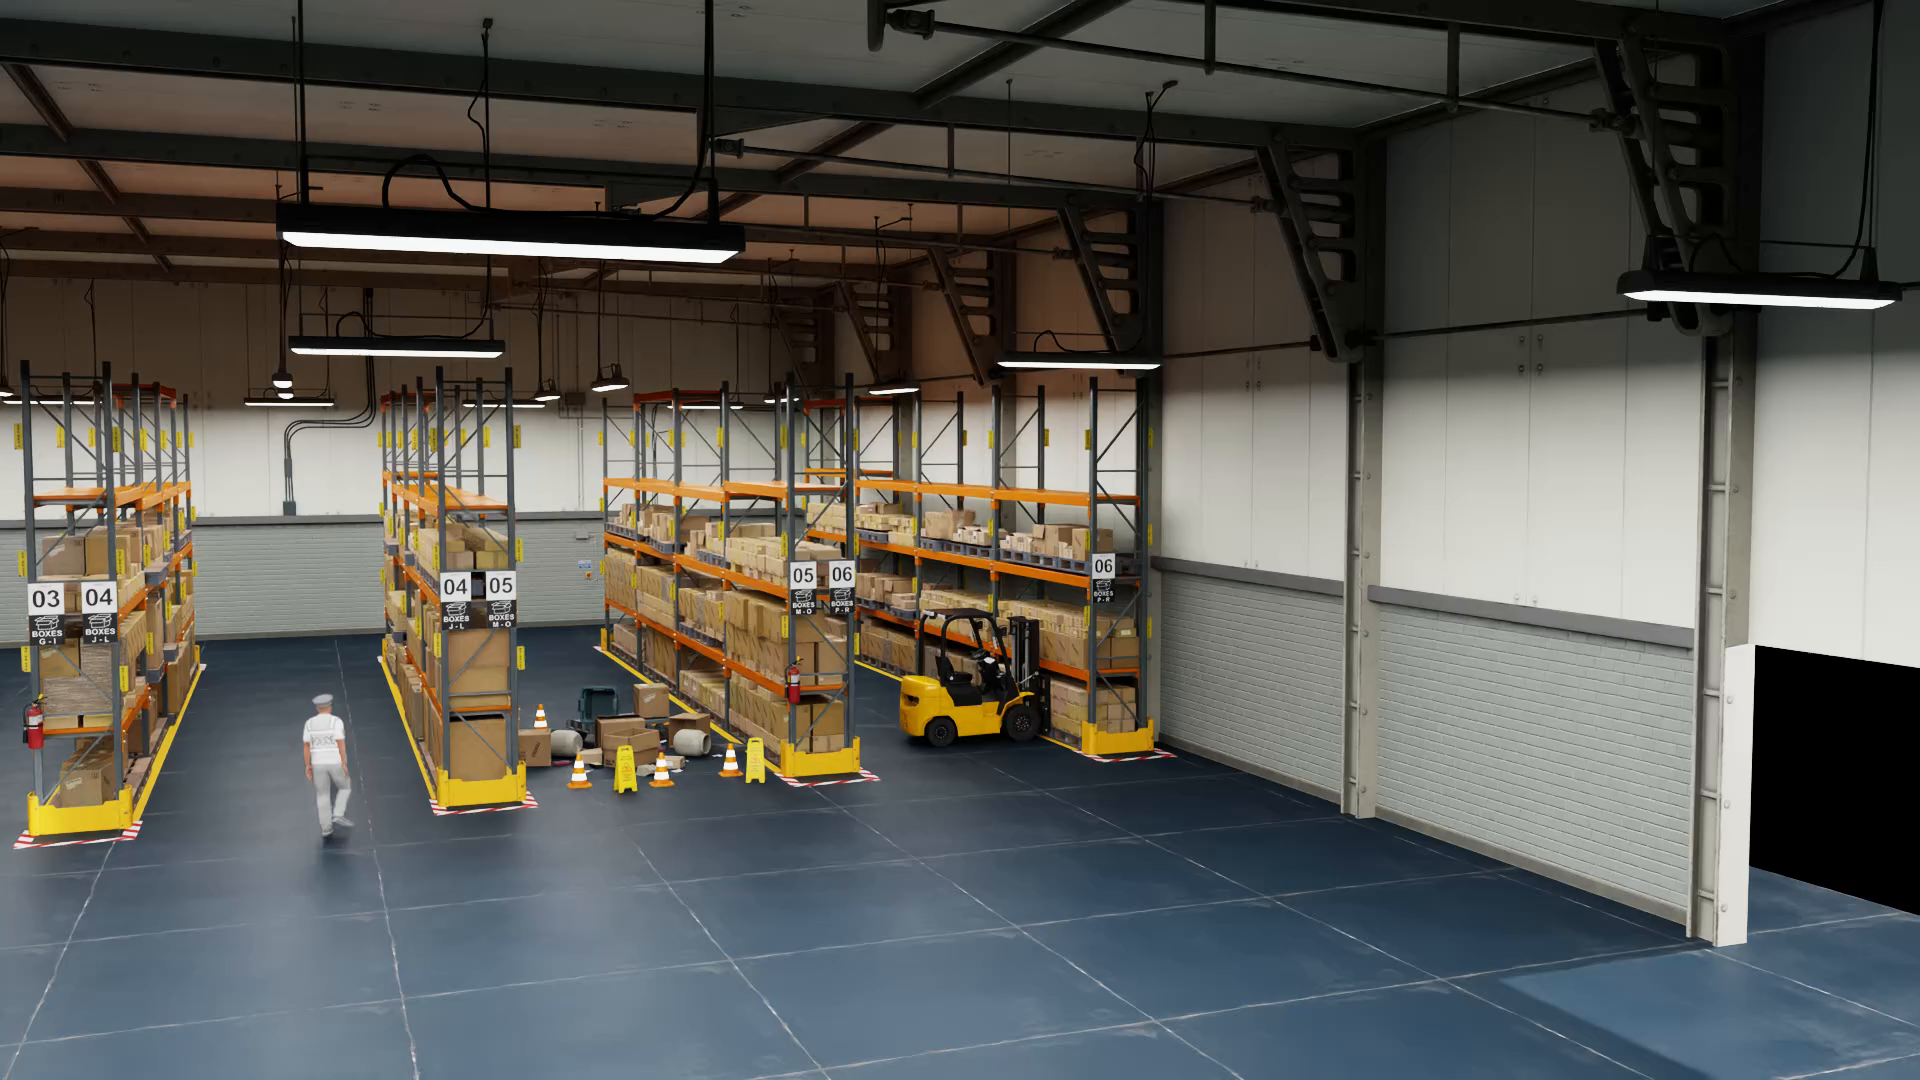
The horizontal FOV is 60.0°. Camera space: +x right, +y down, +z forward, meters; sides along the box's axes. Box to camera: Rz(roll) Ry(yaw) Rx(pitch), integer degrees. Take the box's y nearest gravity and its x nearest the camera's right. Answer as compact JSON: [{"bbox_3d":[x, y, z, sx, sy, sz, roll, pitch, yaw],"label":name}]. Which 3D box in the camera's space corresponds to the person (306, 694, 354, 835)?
[{"bbox_3d":[-7.999,2.847,21.106,0.560,1.756,0.537,-1,4,-13],"label":"person"}]
